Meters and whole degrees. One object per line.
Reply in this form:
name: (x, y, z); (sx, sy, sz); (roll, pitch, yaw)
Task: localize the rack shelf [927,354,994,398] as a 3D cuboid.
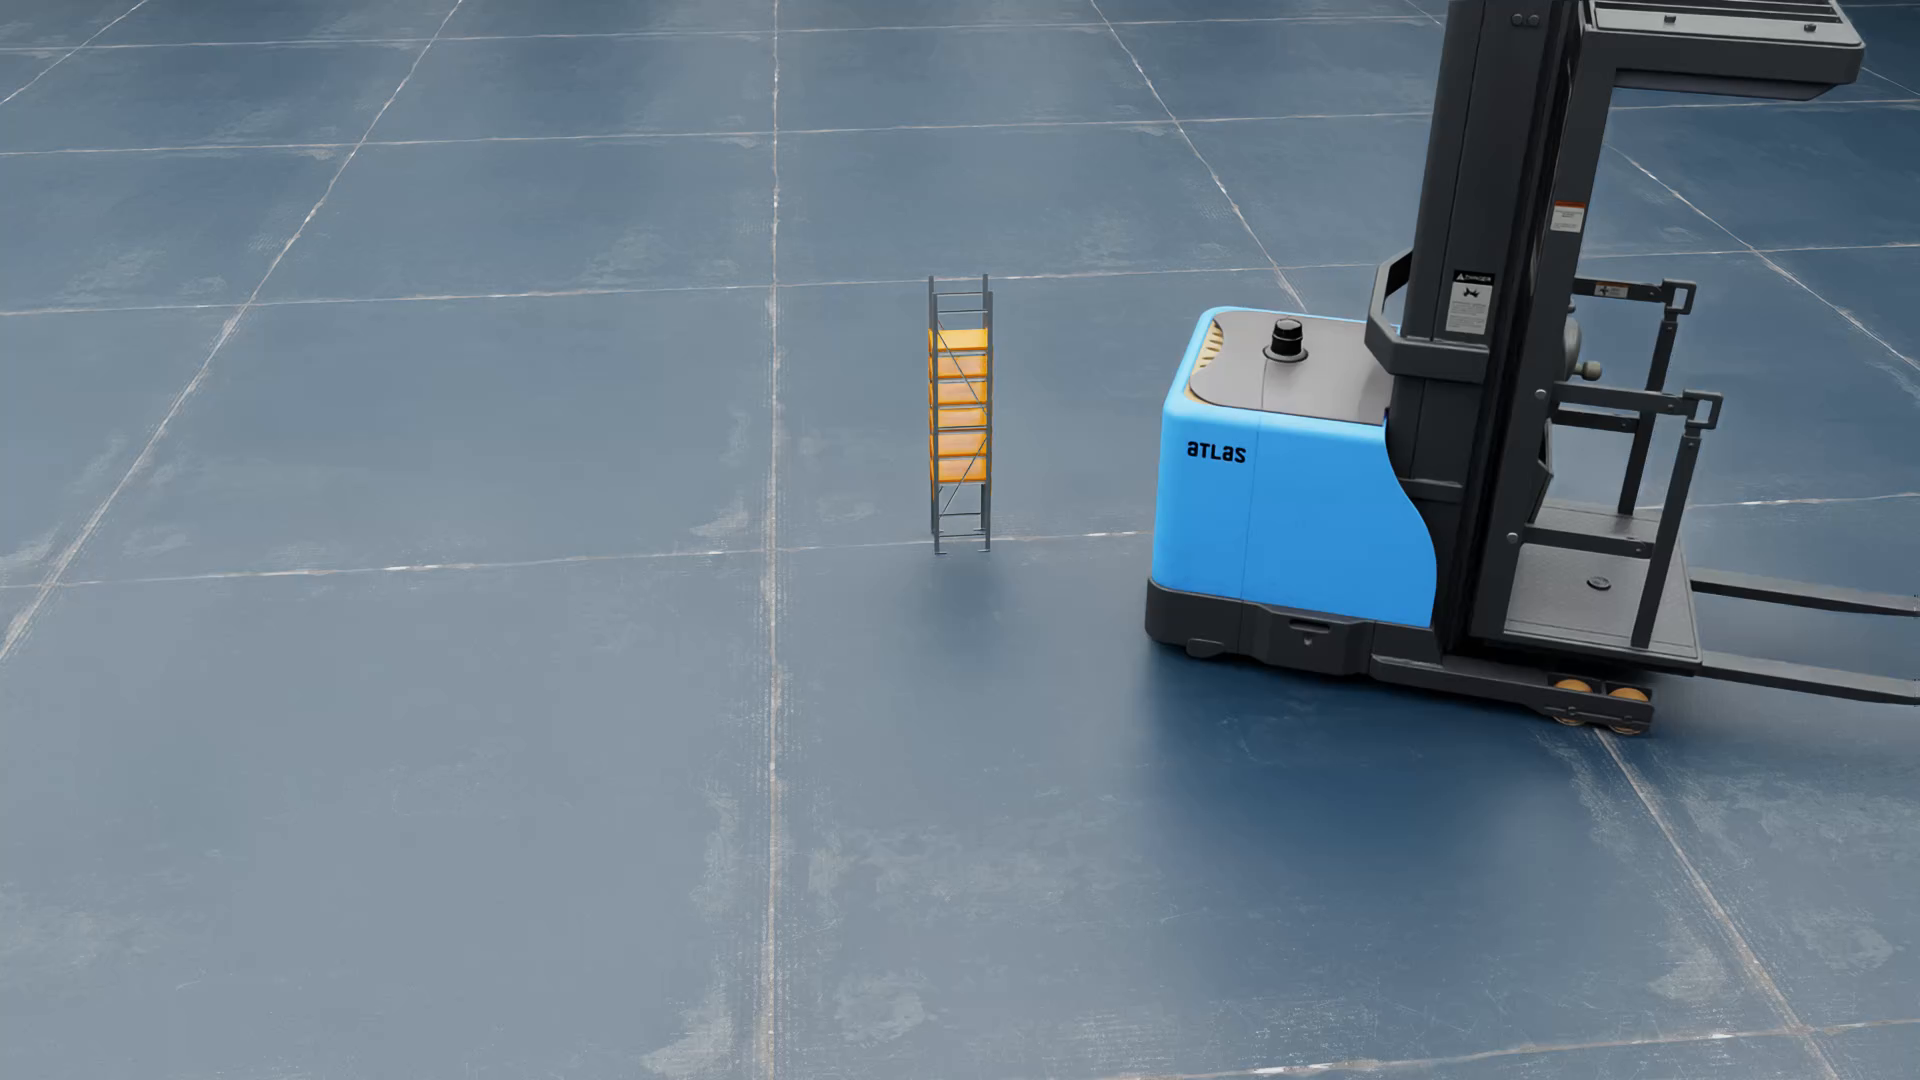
rack shelf: (0.001, -0.676, 6.830); (0.258, 0.103, 0.180); (-3, 31, -5)

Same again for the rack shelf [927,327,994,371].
rack shelf: (0.001, -0.779, 6.768); (0.258, 0.103, 0.180); (-3, 31, -5)

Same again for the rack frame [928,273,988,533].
rack frame: (-0.007, -0.554, 7.008); (0.240, 1.200, 0.006); (-3, 31, -5)

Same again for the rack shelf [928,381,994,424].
rack shelf: (0.001, -0.573, 6.891); (0.258, 0.103, 0.180); (-3, 31, -5)

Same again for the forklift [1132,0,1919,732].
forklift: (2.252, -0.862, 5.834); (3.031, 2.935, 1.130); (8, 32, 14)

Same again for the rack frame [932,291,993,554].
rack frame: (0.010, -0.461, 6.852); (0.240, 1.200, 0.006); (-3, 31, -5)

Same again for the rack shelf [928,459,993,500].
rack shelf: (0.001, -0.264, 7.076); (0.258, 0.103, 0.180); (-3, 31, -5)

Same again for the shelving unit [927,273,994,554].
shelving unit: (0.001, -0.508, 6.930); (0.258, 1.200, 0.189); (-3, 31, -5)

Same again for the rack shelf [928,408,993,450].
rack shelf: (0.001, -0.470, 6.953); (0.258, 0.103, 0.180); (-3, 31, -5)

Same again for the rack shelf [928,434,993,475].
rack shelf: (0.001, -0.367, 7.014); (0.258, 0.103, 0.180); (-3, 31, -5)
